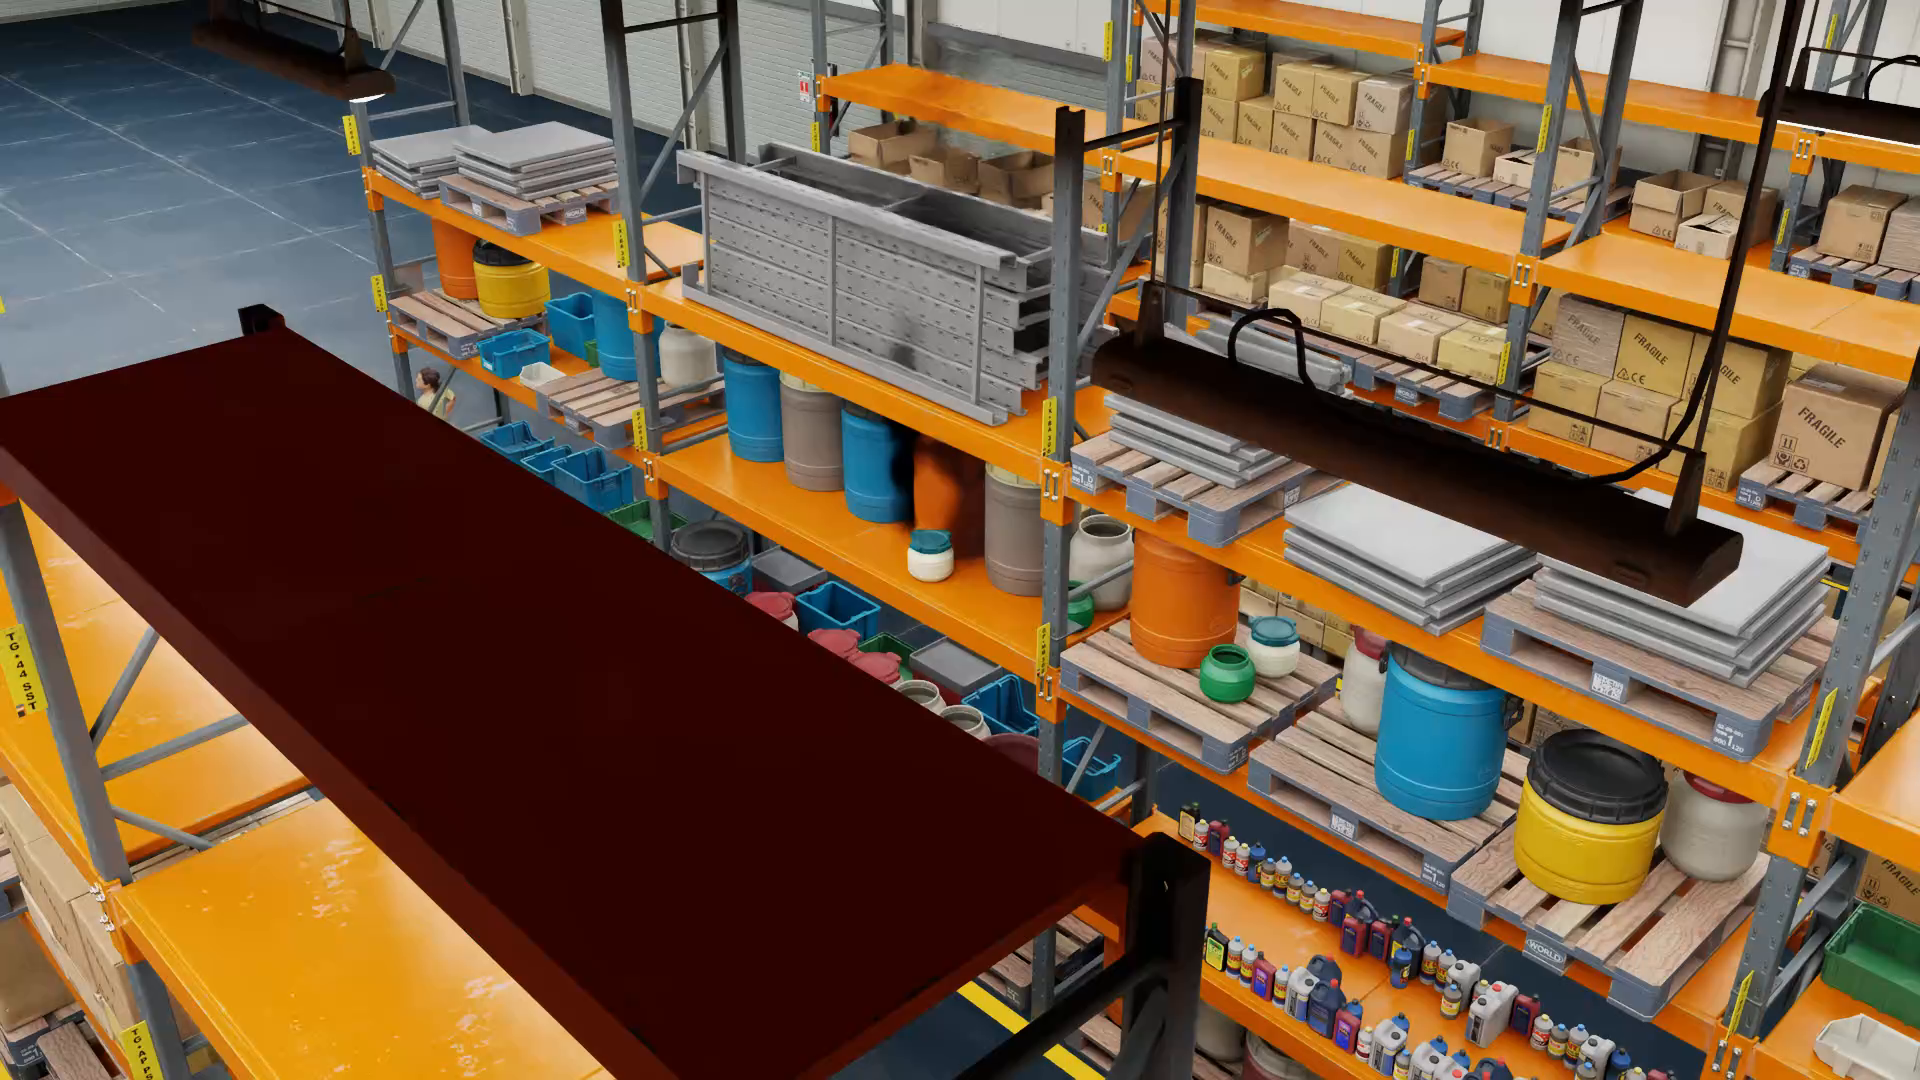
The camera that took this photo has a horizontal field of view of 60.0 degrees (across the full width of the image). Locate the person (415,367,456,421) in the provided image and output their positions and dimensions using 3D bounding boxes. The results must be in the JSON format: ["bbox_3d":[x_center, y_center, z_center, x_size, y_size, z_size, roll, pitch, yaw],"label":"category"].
[{"bbox_3d":[-5.392,-1.019,17.045,0.775,1.656,0.618,-1,28,-2],"label":"person"}]
